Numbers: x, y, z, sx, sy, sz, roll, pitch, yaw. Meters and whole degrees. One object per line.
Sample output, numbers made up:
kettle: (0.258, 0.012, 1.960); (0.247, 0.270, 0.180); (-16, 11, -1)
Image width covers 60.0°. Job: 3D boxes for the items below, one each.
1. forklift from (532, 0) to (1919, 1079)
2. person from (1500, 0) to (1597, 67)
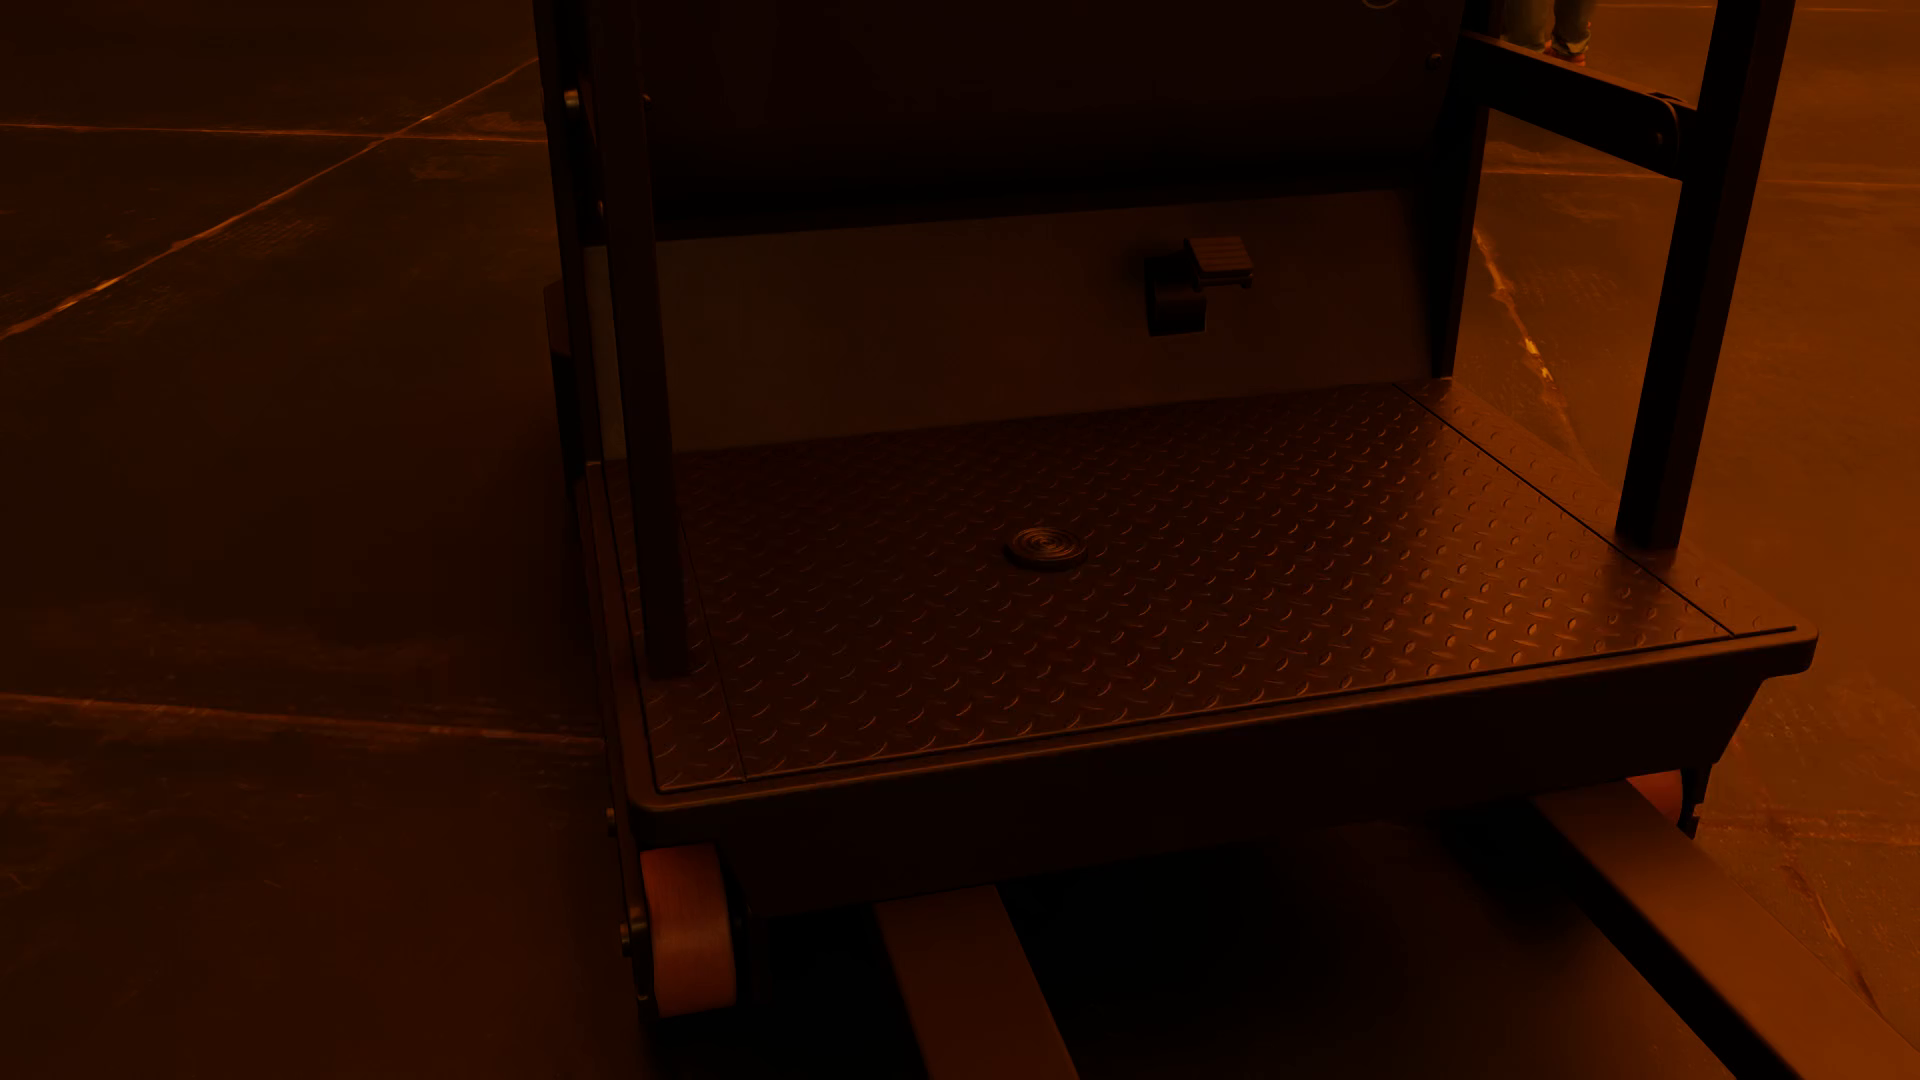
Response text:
forklift: (0.153, -1.049, 1.319); (1.130, 2.935, 3.031); (-7, 27, -13)
person: (1.883, -2.375, 5.267); (0.666, 1.765, 0.578); (-3, 27, -7)
